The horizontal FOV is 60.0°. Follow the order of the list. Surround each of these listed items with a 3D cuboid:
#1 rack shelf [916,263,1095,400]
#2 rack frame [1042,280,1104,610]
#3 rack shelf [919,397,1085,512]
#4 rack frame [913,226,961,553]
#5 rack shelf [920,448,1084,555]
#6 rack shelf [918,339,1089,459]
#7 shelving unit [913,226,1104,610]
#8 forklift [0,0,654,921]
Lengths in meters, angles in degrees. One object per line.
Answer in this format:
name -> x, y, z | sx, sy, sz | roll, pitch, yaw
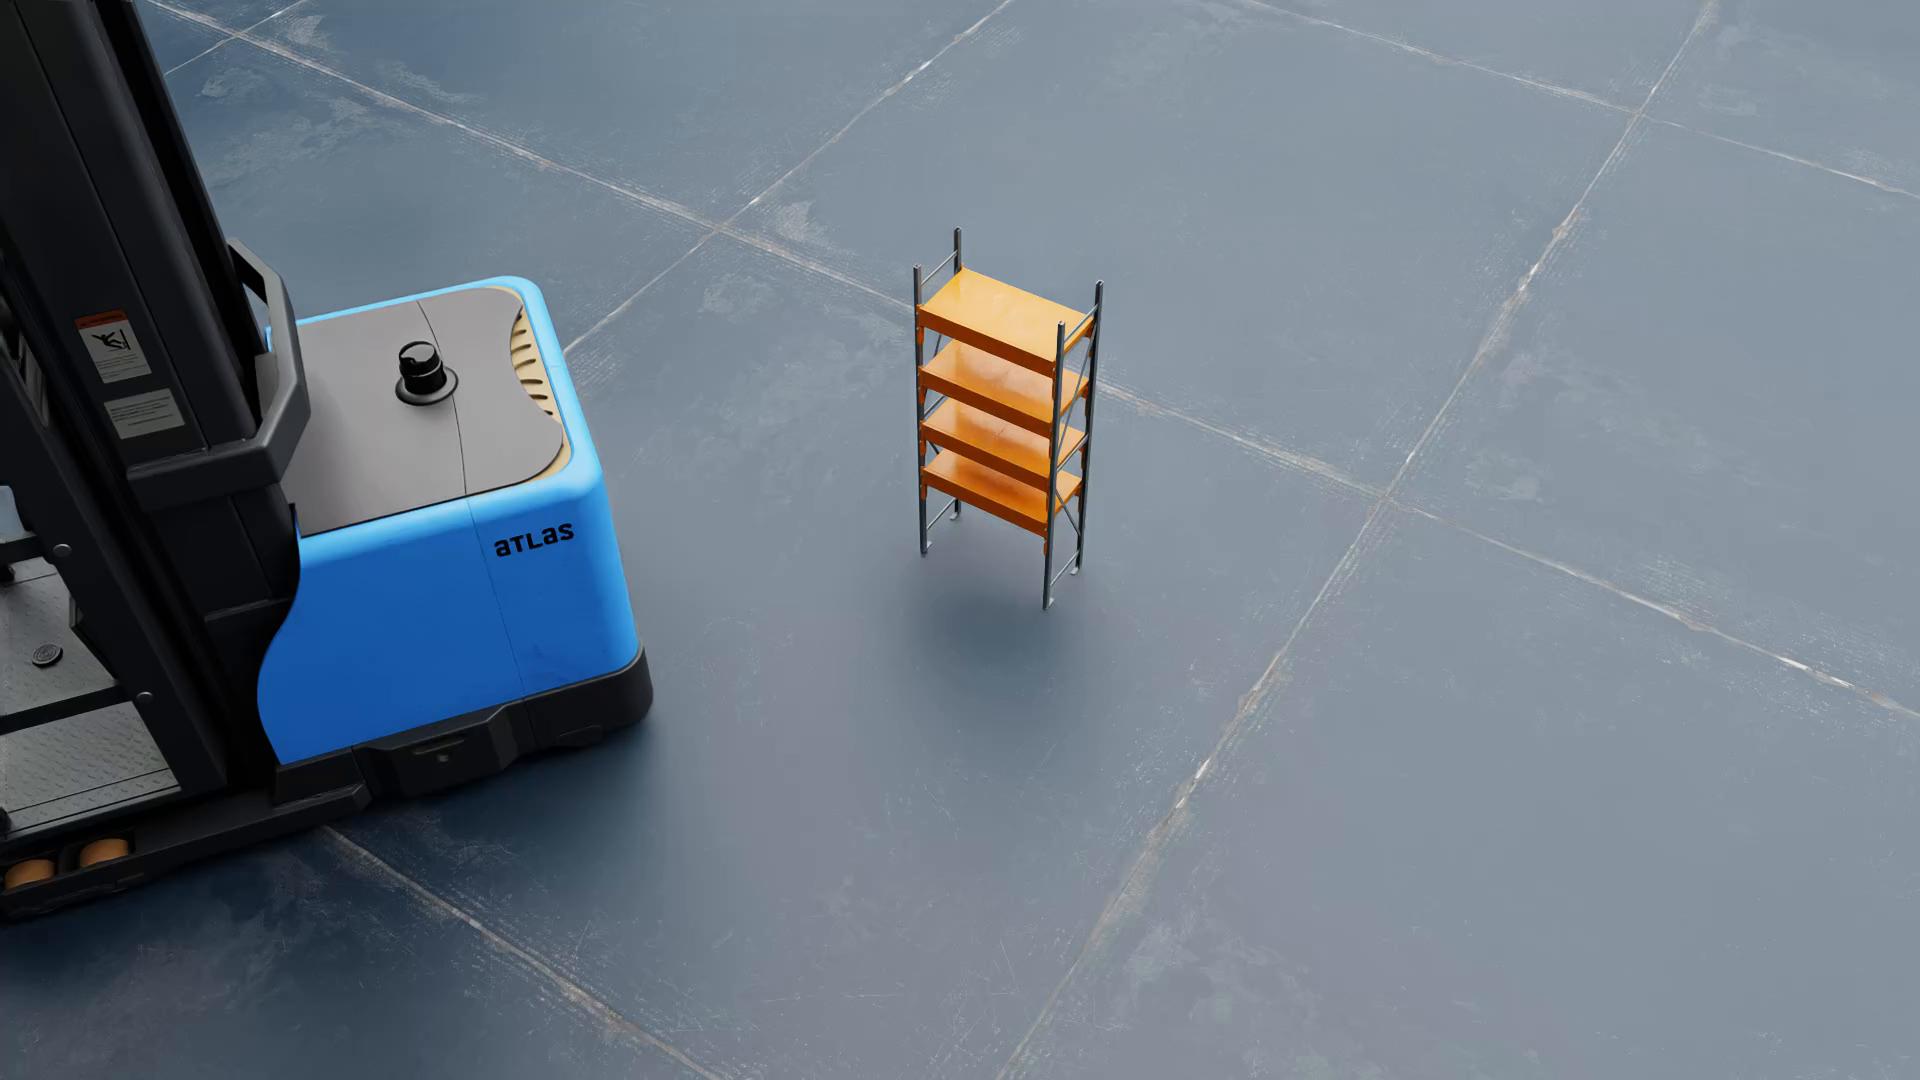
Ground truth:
rack shelf -> 0.139, -0.628, 4.976 | 0.480, 0.148, 0.258 | 25, 51, 22
rack frame -> 0.345, -0.260, 5.166 | 0.015, 1.200, 0.240 | 25, 51, 22
rack shelf -> 0.139, -0.307, 5.306 | 0.480, 0.148, 0.258 | 25, 51, 22
rack frame -> -0.066, -0.449, 5.349 | 0.015, 1.200, 0.240 | 25, 51, 22
rack shelf -> 0.139, -0.169, 5.448 | 0.480, 0.148, 0.258 | 25, 51, 22
rack shelf -> 0.139, -0.463, 5.145 | 0.480, 0.148, 0.258 | 25, 51, 22
shelving unit -> 0.139, -0.354, 5.257 | 0.503, 1.200, 0.258 | 25, 51, 22
forklift -> -2.524, -0.392, 4.087 | 3.031, 2.935, 1.130 | -15, 48, -15
